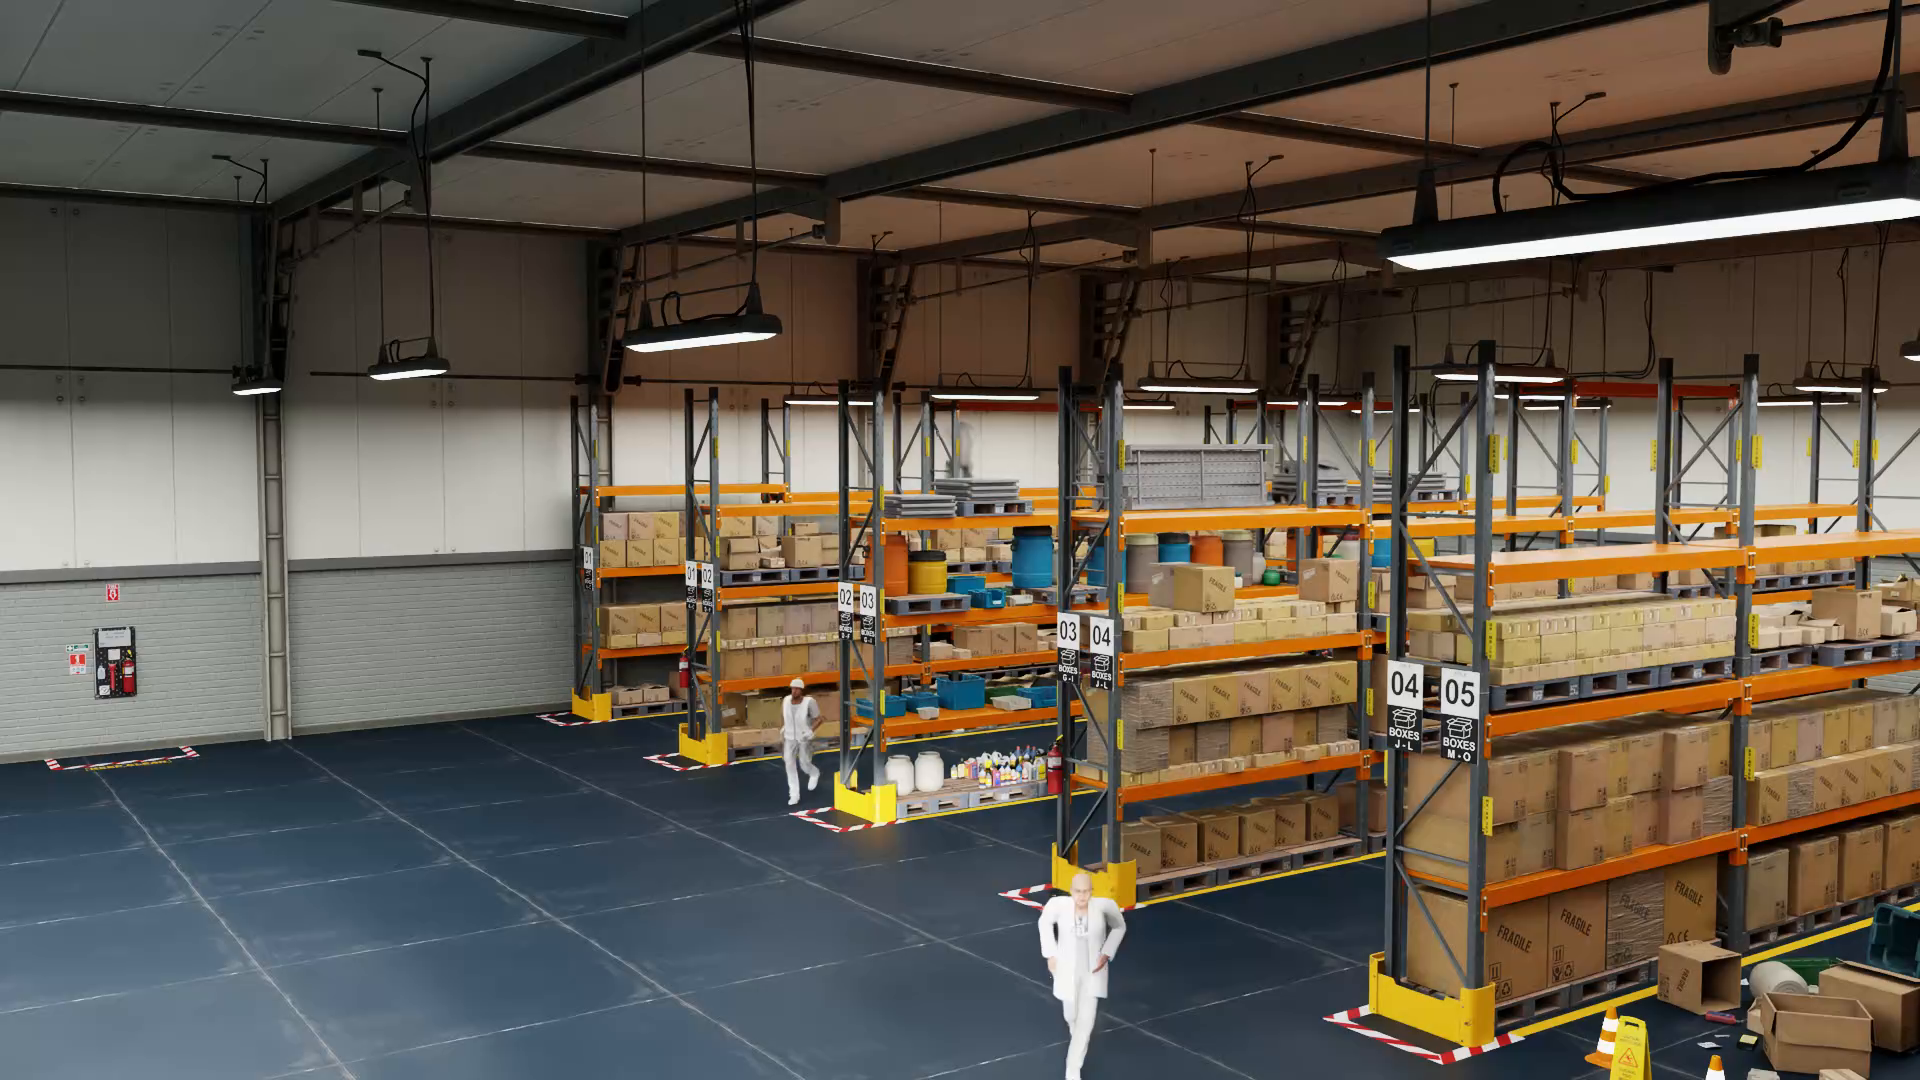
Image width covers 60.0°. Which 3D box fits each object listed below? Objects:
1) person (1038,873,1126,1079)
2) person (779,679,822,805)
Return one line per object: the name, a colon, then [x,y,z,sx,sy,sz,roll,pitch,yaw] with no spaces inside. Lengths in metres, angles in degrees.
person: [0.997,3.510,13.657,0.712,1.726,0.881,0,3,1]
person: [-2.291,2.858,23.886,0.663,1.768,0.875,1,4,14]
